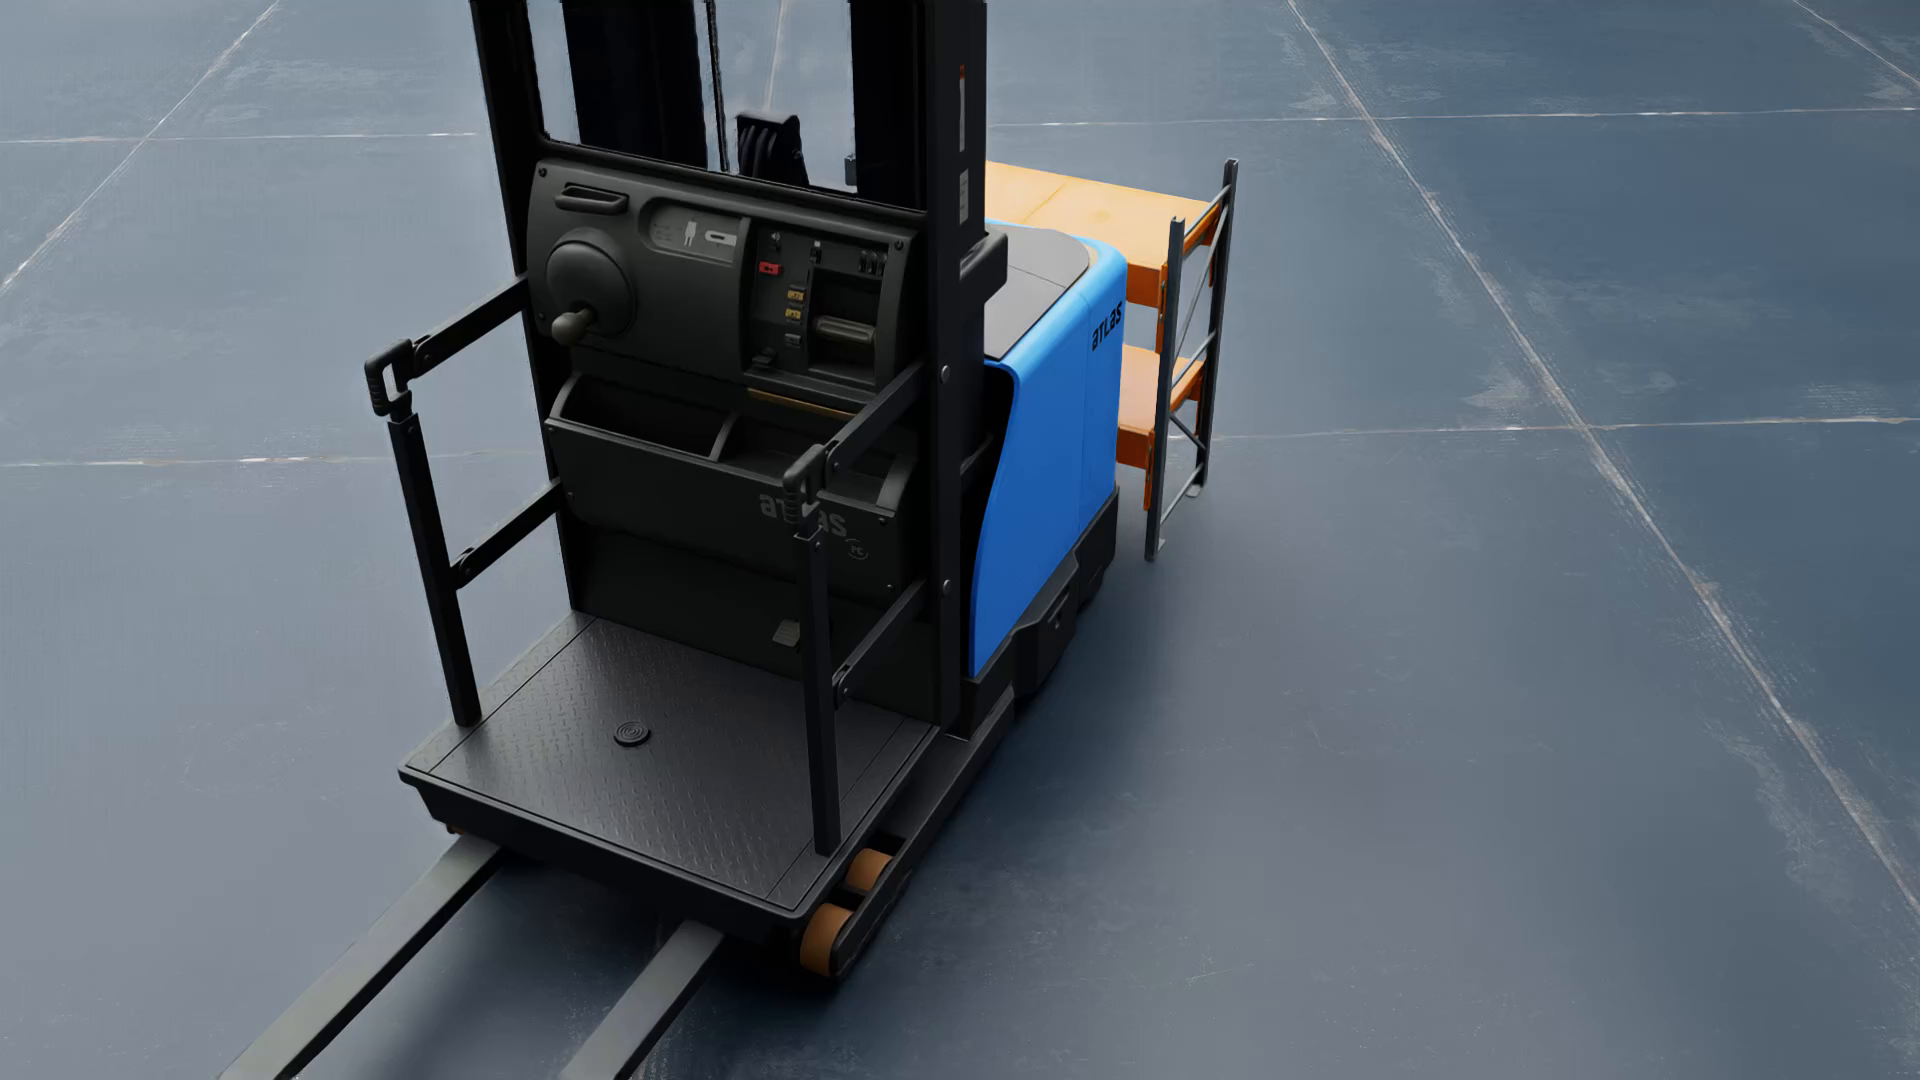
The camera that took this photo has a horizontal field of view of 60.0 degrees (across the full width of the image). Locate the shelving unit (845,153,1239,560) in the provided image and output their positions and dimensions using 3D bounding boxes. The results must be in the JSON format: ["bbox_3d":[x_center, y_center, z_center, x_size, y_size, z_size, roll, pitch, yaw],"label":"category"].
[{"bbox_3d":[0.241,-0.661,5.217,1.048,1.125,0.538,16,38,21],"label":"shelving unit"}]

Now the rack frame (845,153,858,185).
[{"bbox_3d":[-0.214,-0.790,5.402,0.032,1.125,0.500,16,38,21],"label":"rack frame"}]

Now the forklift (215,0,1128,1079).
[{"bbox_3d":[-0.621,-0.493,3.387,1.130,2.935,3.031,15,38,21],"label":"forklift"}]

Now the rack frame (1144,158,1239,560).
[{"bbox_3d":[0.697,-0.533,5.031,0.032,1.125,0.500,16,38,21],"label":"rack frame"}]

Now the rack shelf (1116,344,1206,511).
[{"bbox_3d":[0.241,-0.460,5.356,1.000,0.278,0.538,16,38,21],"label":"rack shelf"}]

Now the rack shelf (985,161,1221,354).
[{"bbox_3d":[0.241,-0.902,5.050,1.000,0.278,0.538,16,38,21],"label":"rack shelf"}]
